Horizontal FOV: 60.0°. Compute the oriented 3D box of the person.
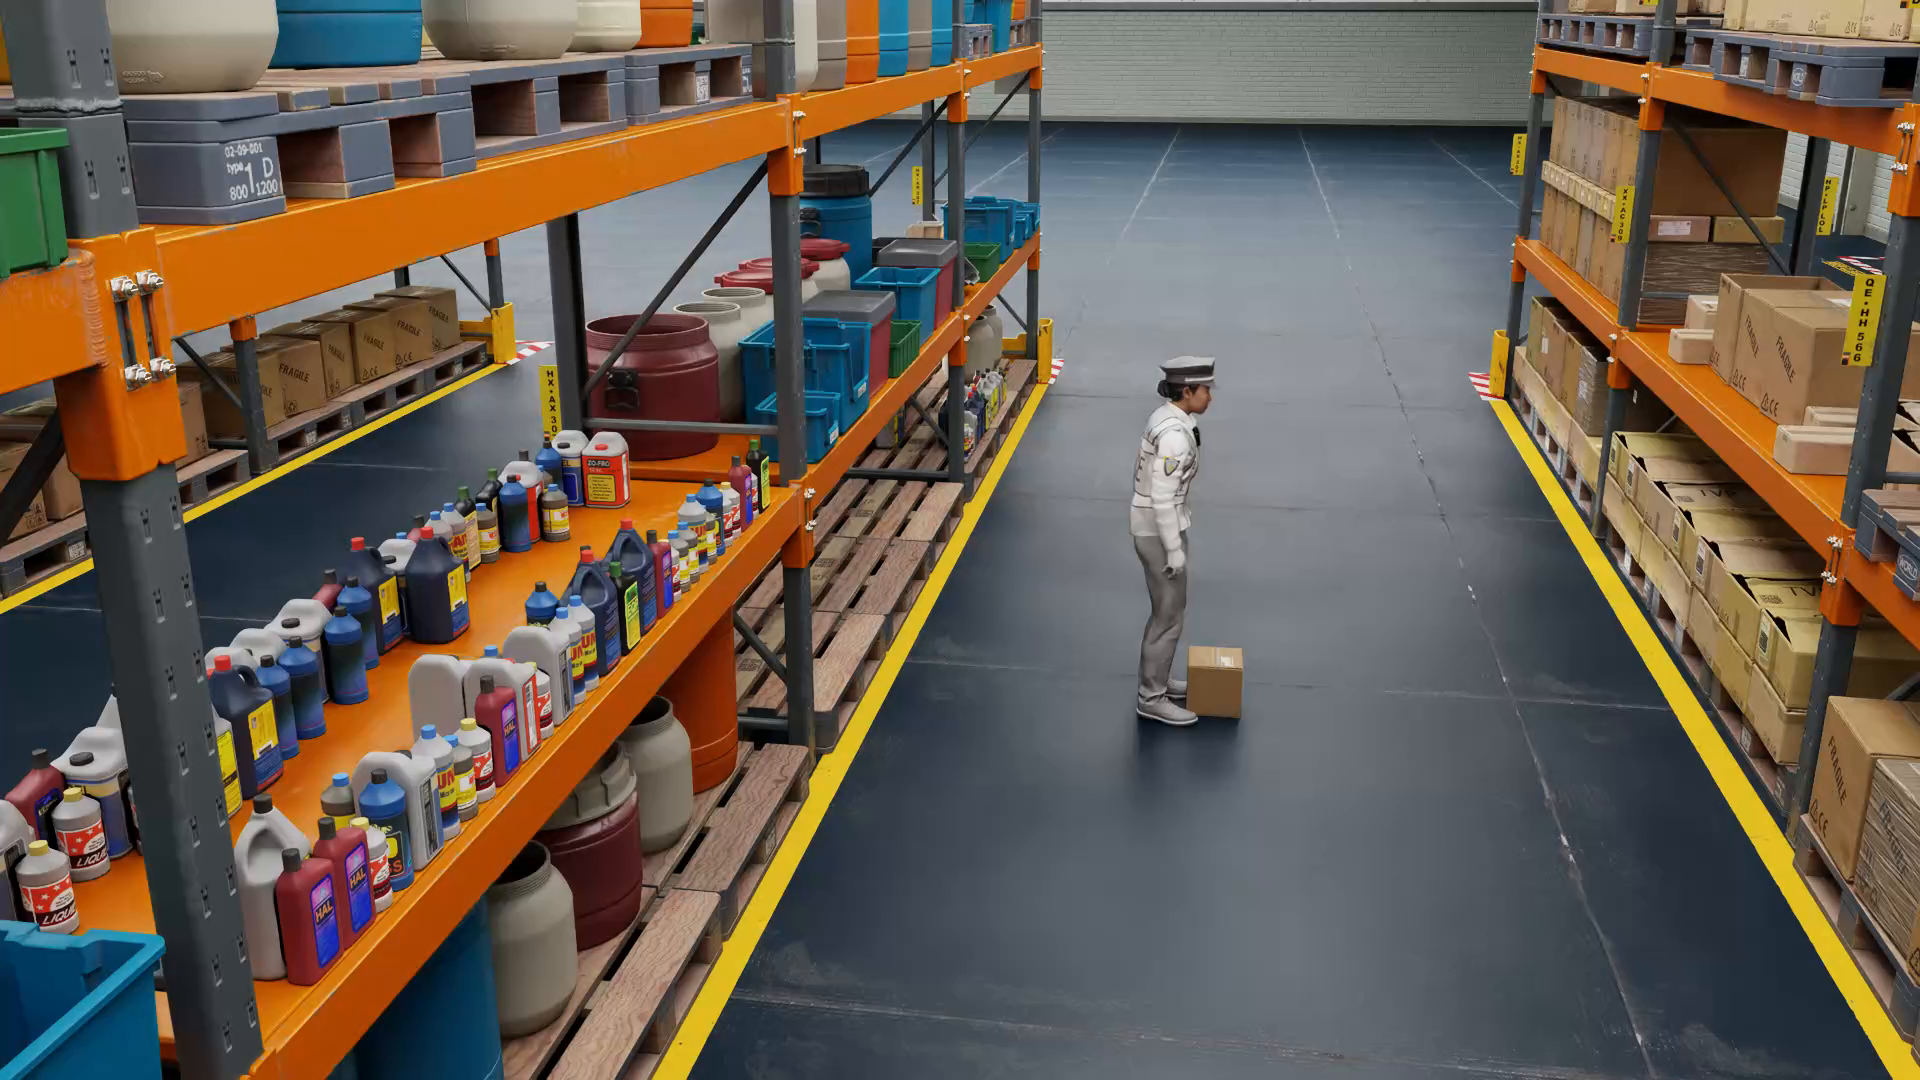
[{"bbox_3d":[0.959,-0.018,7.603,0.379,1.663,0.535,3,18,8],"label":"person"}]
